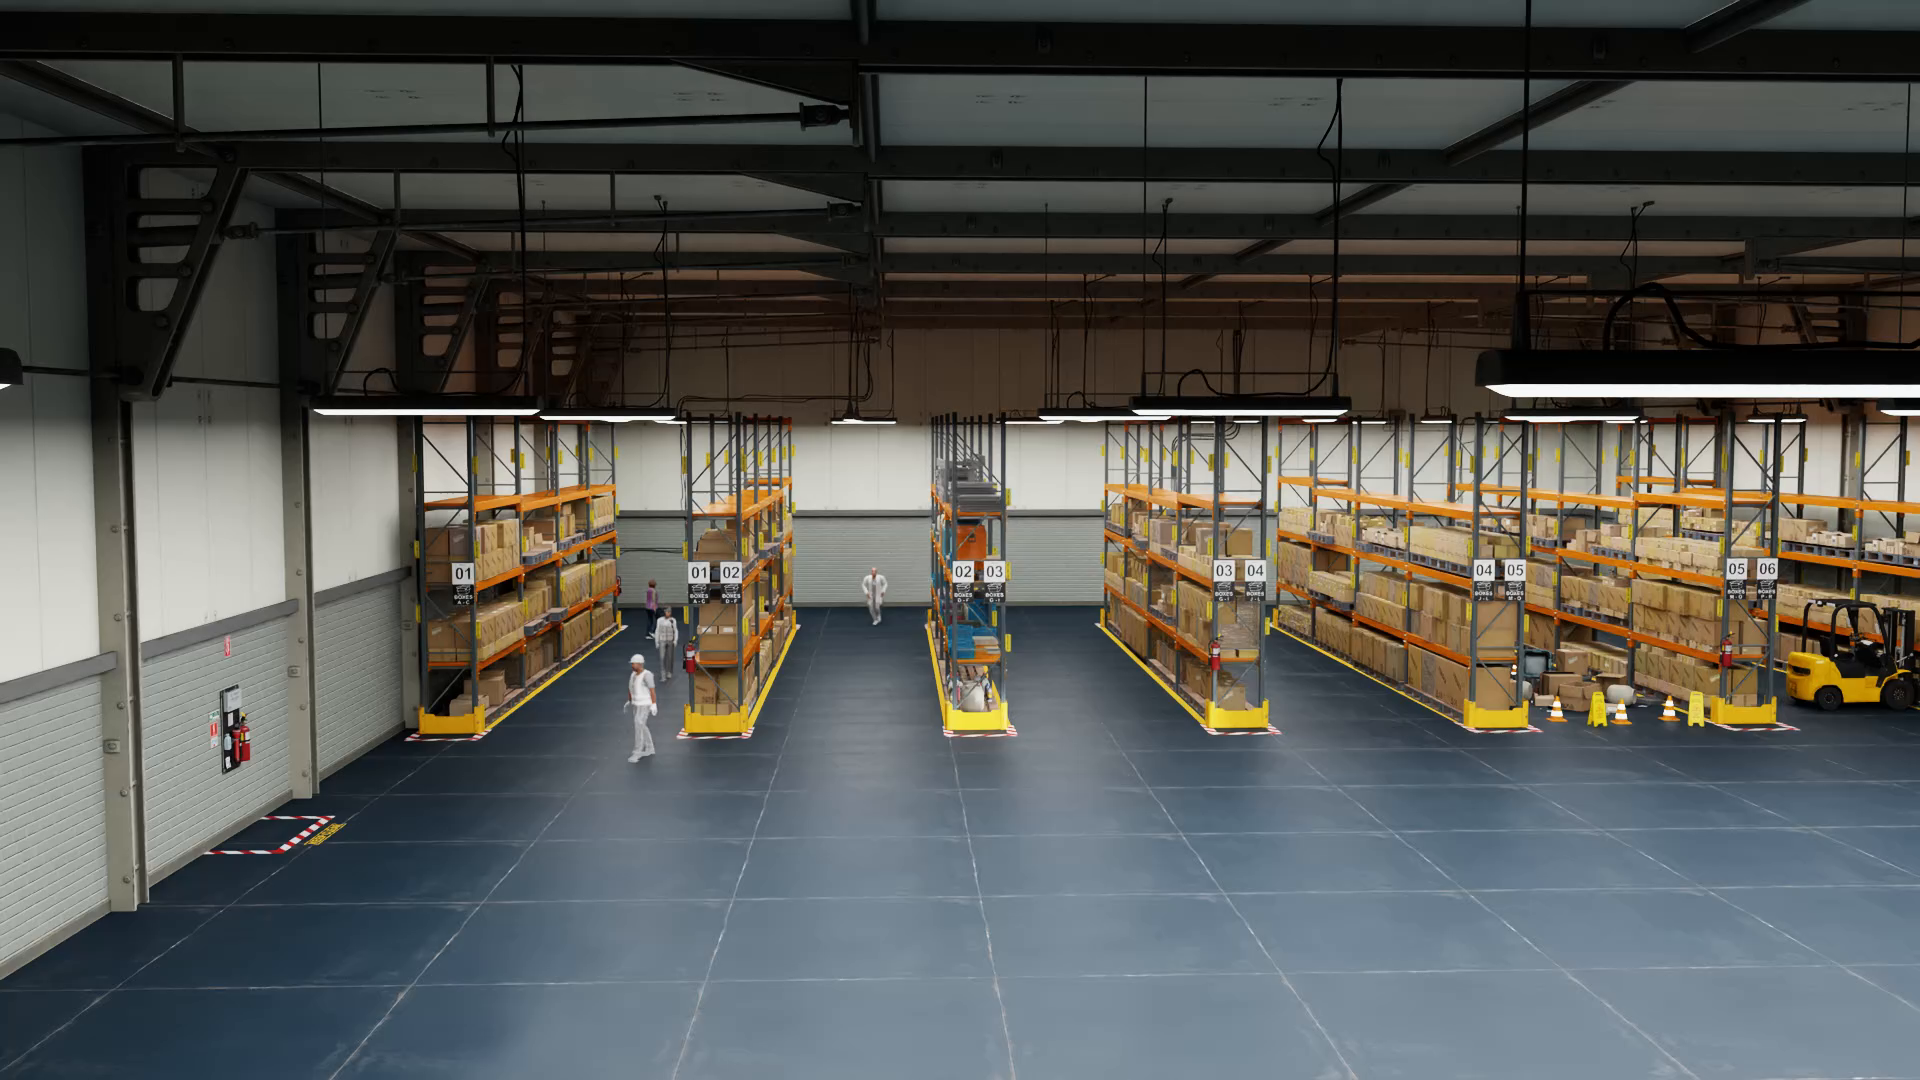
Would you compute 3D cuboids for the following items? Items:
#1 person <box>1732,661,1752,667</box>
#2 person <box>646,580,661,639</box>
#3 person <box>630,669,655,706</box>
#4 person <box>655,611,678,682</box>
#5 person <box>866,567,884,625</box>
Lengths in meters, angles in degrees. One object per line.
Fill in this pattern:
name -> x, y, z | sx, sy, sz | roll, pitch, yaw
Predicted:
person -> 17.031, 2.411, 36.206 | 0.653, 1.596, 0.725 | 0, 4, -1
person -> -8.295, 1.869, 44.811 | 0.457, 1.594, 0.424 | 4, 5, 43
person -> -5.517, 2.553, 28.810 | 0.361, 0.635, 0.572 | -3, 5, -37
person -> -6.630, 2.351, 37.689 | 0.516, 1.655, 0.717 | -1, 4, -17
person -> -2.461, 1.619, 48.091 | 0.683, 1.685, 0.656 | 1, 4, 8
